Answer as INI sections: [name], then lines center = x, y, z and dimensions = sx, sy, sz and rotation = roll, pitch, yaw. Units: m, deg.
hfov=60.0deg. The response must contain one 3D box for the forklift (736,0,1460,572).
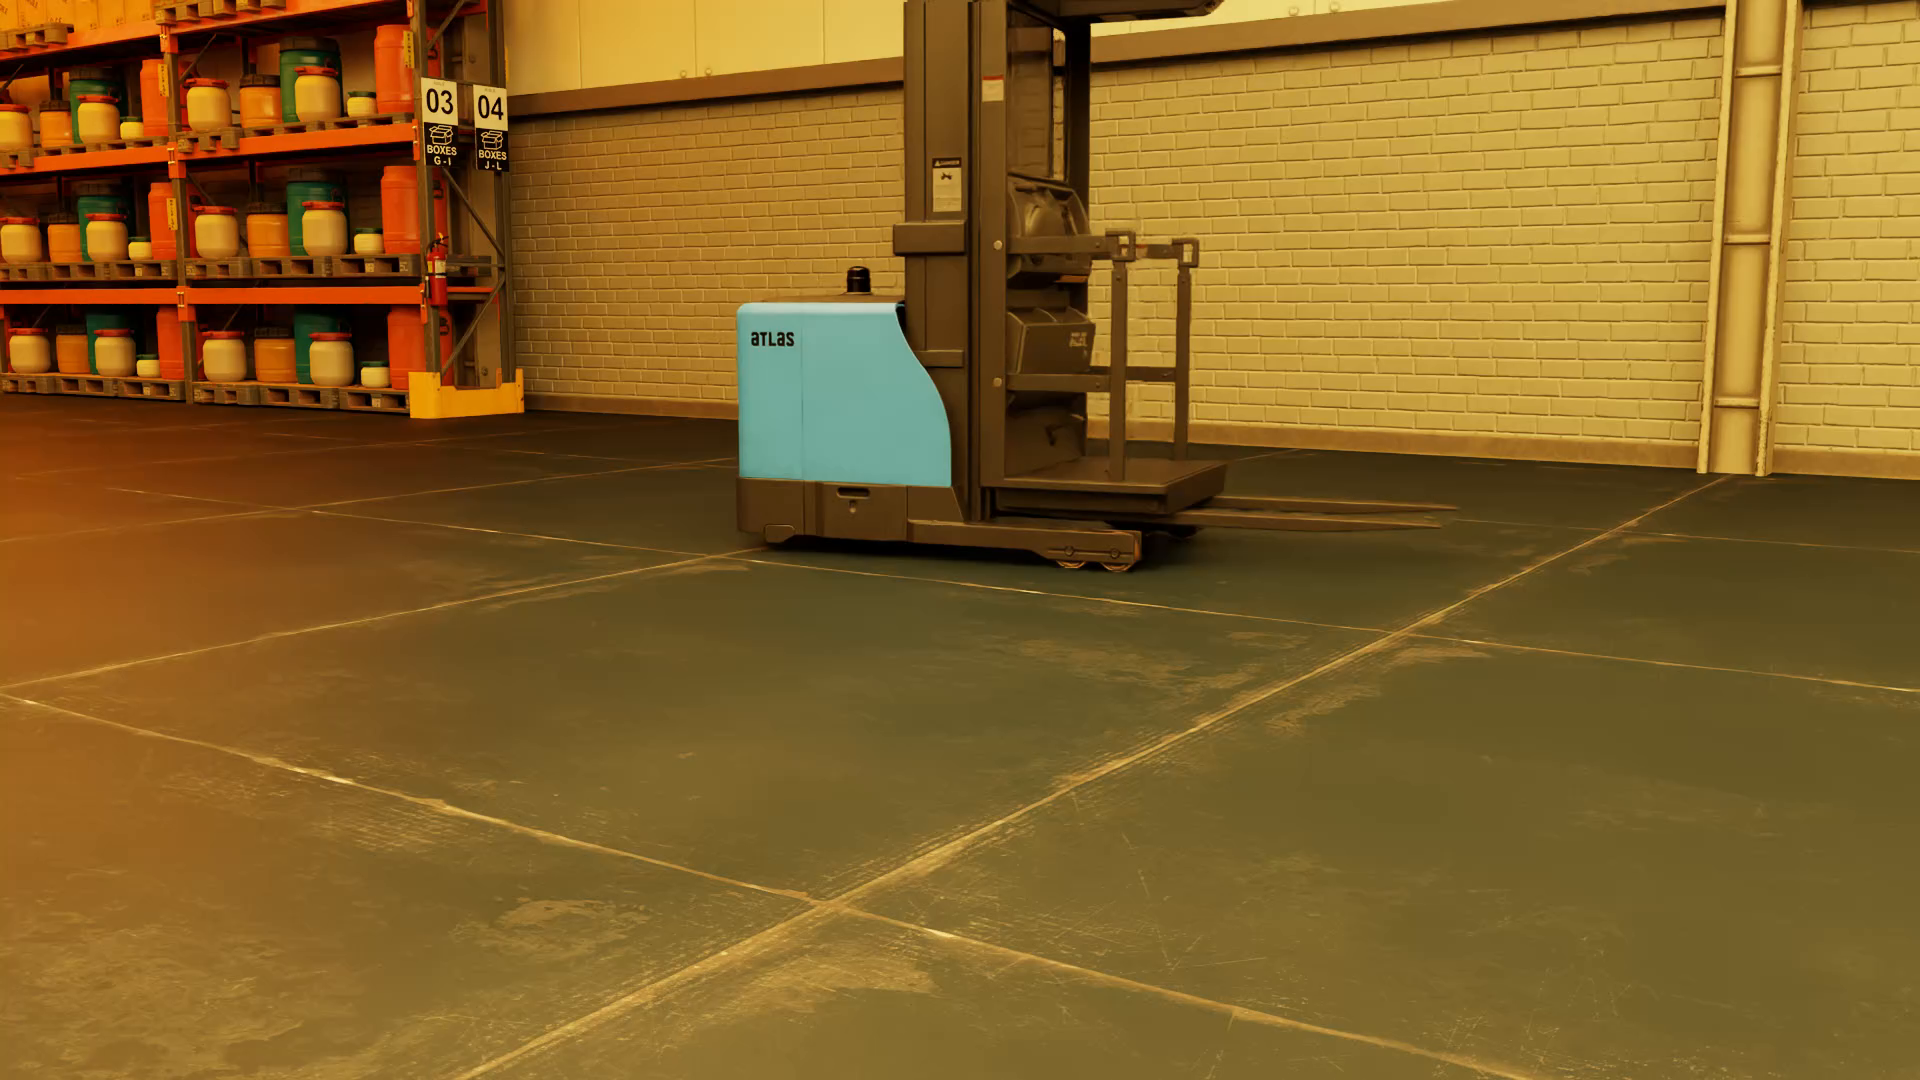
[forklift]
center = 0.574, -1.406, 7.080
dimensions = 3.031, 2.935, 1.130
rotation = 3, 9, 22
